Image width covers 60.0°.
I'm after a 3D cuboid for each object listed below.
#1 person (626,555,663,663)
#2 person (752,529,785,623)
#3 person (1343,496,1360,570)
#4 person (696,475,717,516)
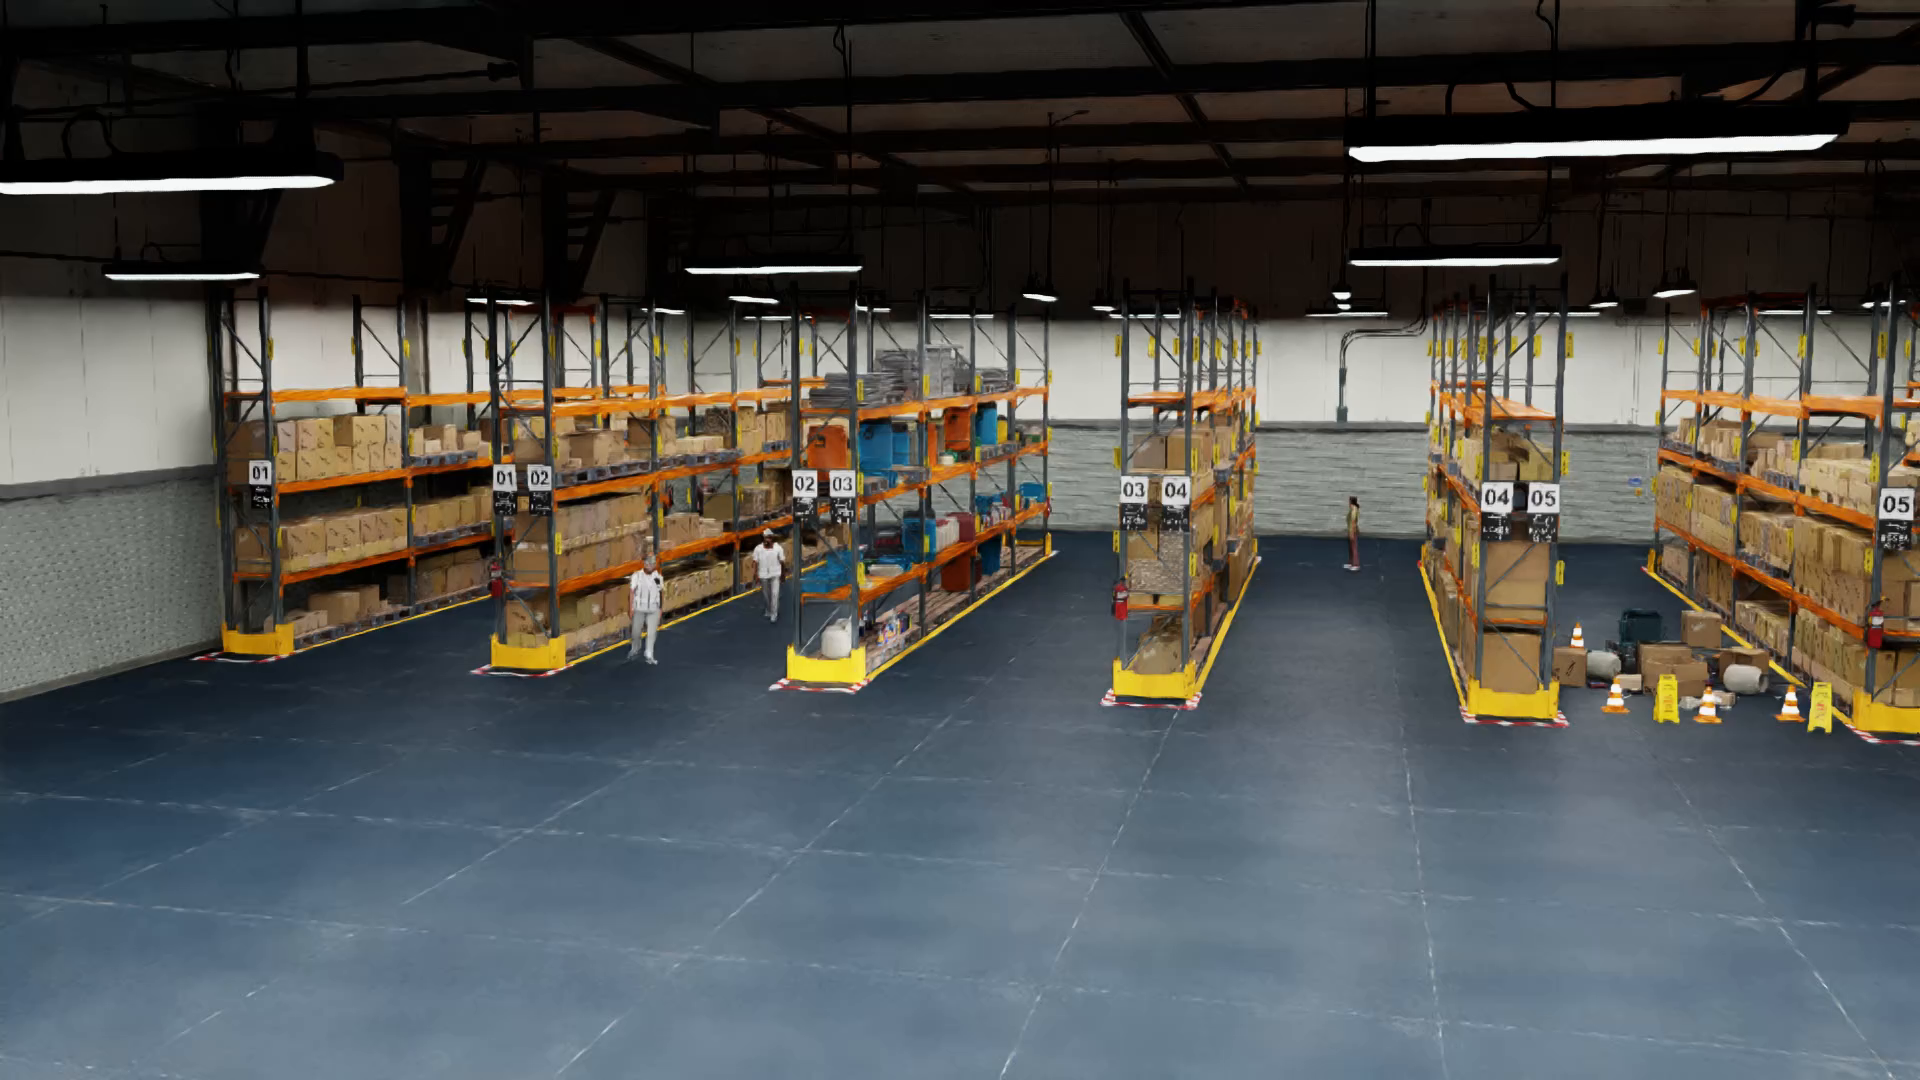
[{"bbox_3d":[-5.054,1.083,26.640,0.593,1.745,0.577,-3,7,-22],"label":"person"},{"bbox_3d":[-3.520,0.640,30.553,0.569,1.709,1.035,1,7,5],"label":"person"},{"bbox_3d":[8.898,-0.168,37.711,0.391,1.671,0.572,2,7,18],"label":"person"},{"bbox_3d":[-6.624,-0.835,43.331,0.726,1.722,0.840,-1,7,-7],"label":"person"}]
